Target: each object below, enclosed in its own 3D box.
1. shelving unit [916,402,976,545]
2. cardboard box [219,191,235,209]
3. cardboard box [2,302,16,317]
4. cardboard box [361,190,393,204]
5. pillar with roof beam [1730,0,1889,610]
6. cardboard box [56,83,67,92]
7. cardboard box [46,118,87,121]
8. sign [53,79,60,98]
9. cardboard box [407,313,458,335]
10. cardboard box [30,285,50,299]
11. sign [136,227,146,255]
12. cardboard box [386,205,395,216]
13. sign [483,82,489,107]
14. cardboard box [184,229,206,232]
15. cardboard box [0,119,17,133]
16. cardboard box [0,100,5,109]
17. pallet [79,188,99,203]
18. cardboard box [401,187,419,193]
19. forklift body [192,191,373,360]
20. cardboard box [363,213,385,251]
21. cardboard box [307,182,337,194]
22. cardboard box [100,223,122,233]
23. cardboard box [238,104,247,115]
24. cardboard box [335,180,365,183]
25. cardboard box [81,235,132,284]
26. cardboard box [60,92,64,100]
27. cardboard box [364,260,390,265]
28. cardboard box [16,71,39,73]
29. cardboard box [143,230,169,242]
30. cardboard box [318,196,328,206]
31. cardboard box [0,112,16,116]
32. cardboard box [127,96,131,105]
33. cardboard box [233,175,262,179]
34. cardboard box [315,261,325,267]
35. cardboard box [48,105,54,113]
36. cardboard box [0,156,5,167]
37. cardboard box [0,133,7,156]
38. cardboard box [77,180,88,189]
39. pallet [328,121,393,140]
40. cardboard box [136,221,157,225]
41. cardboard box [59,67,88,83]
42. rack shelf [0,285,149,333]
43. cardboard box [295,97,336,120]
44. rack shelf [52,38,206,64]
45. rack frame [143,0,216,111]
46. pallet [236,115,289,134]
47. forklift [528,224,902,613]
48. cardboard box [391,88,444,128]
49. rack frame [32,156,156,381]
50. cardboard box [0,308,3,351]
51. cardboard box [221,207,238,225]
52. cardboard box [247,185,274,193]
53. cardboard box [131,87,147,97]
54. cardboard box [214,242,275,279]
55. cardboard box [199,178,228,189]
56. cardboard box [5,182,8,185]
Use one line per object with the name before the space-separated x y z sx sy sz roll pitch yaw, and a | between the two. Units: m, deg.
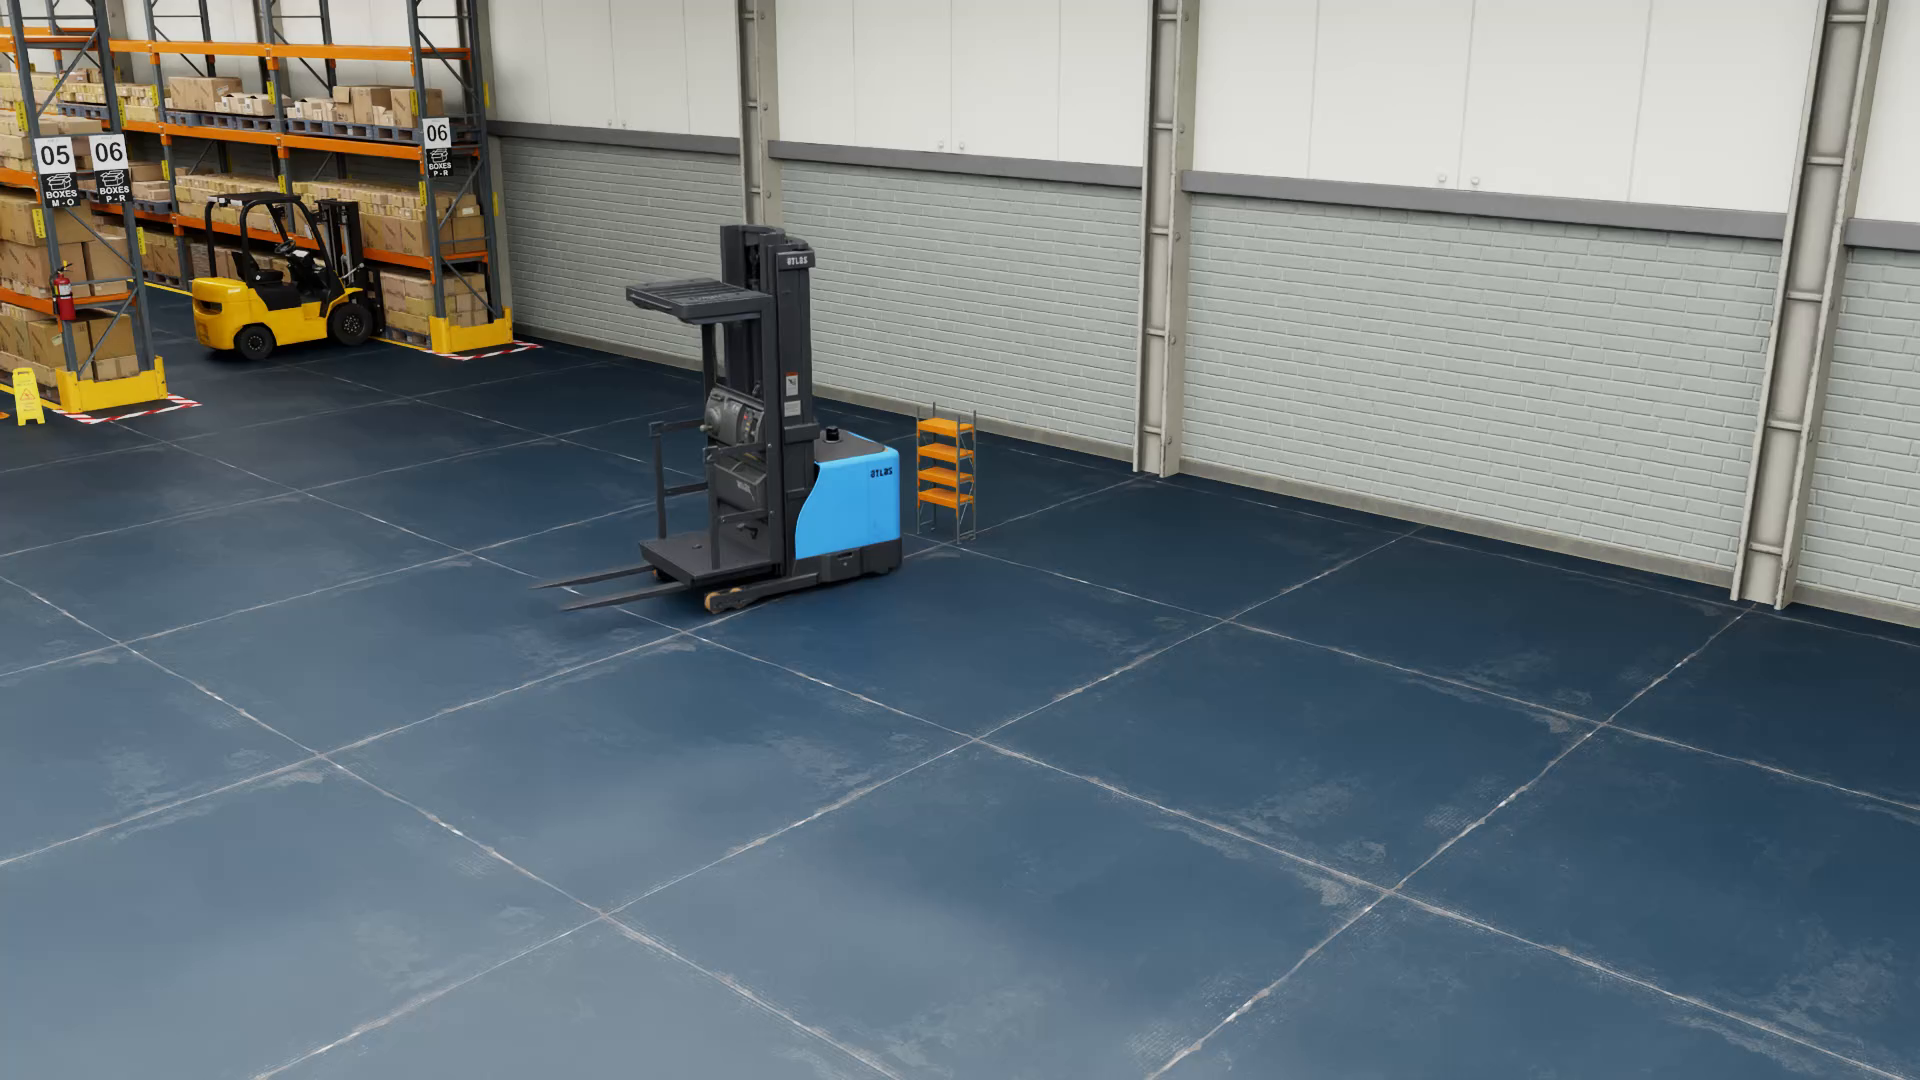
shelving unit | -0.124 -0.605 15.035 0.503 1.200 0.258 15 23 39
cardboard box | -11.662 -5.534 27.011 0.500 0.250 0.500 15 23 40
cardboard box | -11.766 -2.909 20.859 0.250 0.149 0.380 16 24 42
cardboard box | -8.429 -4.968 24.079 0.250 0.149 0.380 16 23 40
pillar with roof beam | 3.683 -2.827 9.143 0.400 9.000 9.100 15 23 39
cardboard box | -16.043 -8.162 29.976 0.250 0.149 0.380 16 24 41
cardboard box | -10.768 -5.007 20.068 0.250 0.149 0.380 15 23 39
sign | -16.330 -8.173 30.093 0.005 0.325 0.100 15 23 39
cardboard box | -7.562 -3.124 23.849 0.500 0.250 0.500 15 23 40
cardboard box | -10.977 -3.021 20.087 0.250 0.149 0.380 15 23 39
sign | -9.932 -3.624 20.140 0.005 0.325 0.100 15 23 39
cardboard box | -7.988 -4.738 23.844 0.250 0.149 0.380 15 23 39
sign | -6.627 -6.220 23.219 0.005 0.325 0.100 15 23 39
cardboard box | -13.729 -5.478 29.780 0.250 0.149 0.380 14 22 37
cardboard box | -11.267 -4.949 19.887 0.250 0.149 0.380 15 23 40
cardboard box | -18.371 -8.442 32.211 0.250 0.149 0.380 16 23 40
pallet | -15.450 -6.345 30.462 1.213 0.211 1.003 15 23 39
cardboard box | -8.010 -5.112 24.530 0.250 0.149 0.380 14 23 38
forklift body | -9.630 -3.775 23.452 1.214 2.155 2.313 15 23 39
cardboard box | -8.308 -4.508 24.192 0.500 0.500 0.500 14 23 38
cardboard box | -9.683 -5.354 25.295 0.250 0.149 0.380 15 23 40
cardboard box | -15.626 -5.769 30.696 0.250 0.149 0.380 14 23 38
cardboard box | -11.016 -6.725 25.940 0.250 0.149 0.380 15 23 39
cardboard box | -9.393 -5.458 25.622 0.250 0.149 0.380 14 23 38
cardboard box | -10.462 -3.435 20.321 0.500 0.500 0.500 15 23 38
cardboard box | -16.016 -8.029 30.050 0.250 0.149 0.380 15 23 40
cardboard box | -8.737 -4.123 25.344 0.500 0.250 0.500 15 23 40
cardboard box | -18.450 -9.137 32.913 0.500 0.250 0.500 14 22 38
cardboard box | -14.268 -5.402 29.540 0.250 0.149 0.380 15 23 38
cardboard box | -9.385 -5.084 24.936 0.250 0.149 0.380 16 23 40
cardboard box | -12.113 -5.361 21.185 0.250 0.149 0.380 14 23 38
cardboard box | -14.138 -7.600 28.729 0.250 0.149 0.380 15 23 40
cardboard box | -11.953 -6.029 27.912 0.250 0.149 0.380 14 23 38
cardboard box | -9.463 -4.108 25.296 0.500 0.250 0.500 15 23 39
cardboard box | -16.622 -7.987 30.775 0.250 0.149 0.380 15 23 39
cardboard box | -11.492 -4.615 20.152 0.250 0.149 0.380 15 23 39
cardboard box | -11.220 -4.734 19.868 0.500 0.250 0.500 15 23 39
cardboard box | -15.762 -6.721 30.472 0.500 0.500 0.700 16 23 41
pallet | -8.429 -5.992 24.222 1.213 0.211 1.003 15 23 39
cardboard box | -15.121 -5.832 30.895 0.250 0.149 0.380 15 23 40
cardboard box | -15.982 -8.379 29.975 0.258 0.266 0.396 15 23 39
rack shelf | -11.788 -3.147 21.258 4.000 0.370 1.077 15 23 39
cardboard box | -9.532 -6.428 24.736 0.500 0.311 0.500 16 23 40
rack shelf | -14.480 -8.546 29.013 4.000 0.370 1.077 15 23 39
rack frame | -12.984 -8.678 27.578 0.127 3.000 1.000 15 23 39
pallet | -10.660 -6.528 26.079 1.217 0.209 0.805 14 22 37
forklift | -2.000 -0.993 13.394 3.031 2.935 1.130 -12 21 -33
cardboard box | -7.493 -5.971 22.983 0.500 0.500 0.500 16 24 41
rack frame | -10.292 -3.088 19.884 0.127 3.000 1.000 15 23 39
cardboard box | -12.227 -2.749 21.428 0.500 0.500 0.500 17 24 42
cardboard box | -11.665 -5.294 27.082 0.500 0.250 0.500 16 24 41
cardboard box | -11.033 -5.522 26.314 0.250 0.149 0.380 14 22 38
cardboard box | -13.959 -7.690 28.521 0.250 0.149 0.380 15 23 38
cardboard box | -12.033 -4.629 27.969 0.625 0.625 0.875 16 24 41
cardboard box | -12.327 -5.896 27.492 0.250 0.149 0.380 15 23 40
cardboard box | -18.904 -7.177 33.182 0.250 0.149 0.380 15 23 39
